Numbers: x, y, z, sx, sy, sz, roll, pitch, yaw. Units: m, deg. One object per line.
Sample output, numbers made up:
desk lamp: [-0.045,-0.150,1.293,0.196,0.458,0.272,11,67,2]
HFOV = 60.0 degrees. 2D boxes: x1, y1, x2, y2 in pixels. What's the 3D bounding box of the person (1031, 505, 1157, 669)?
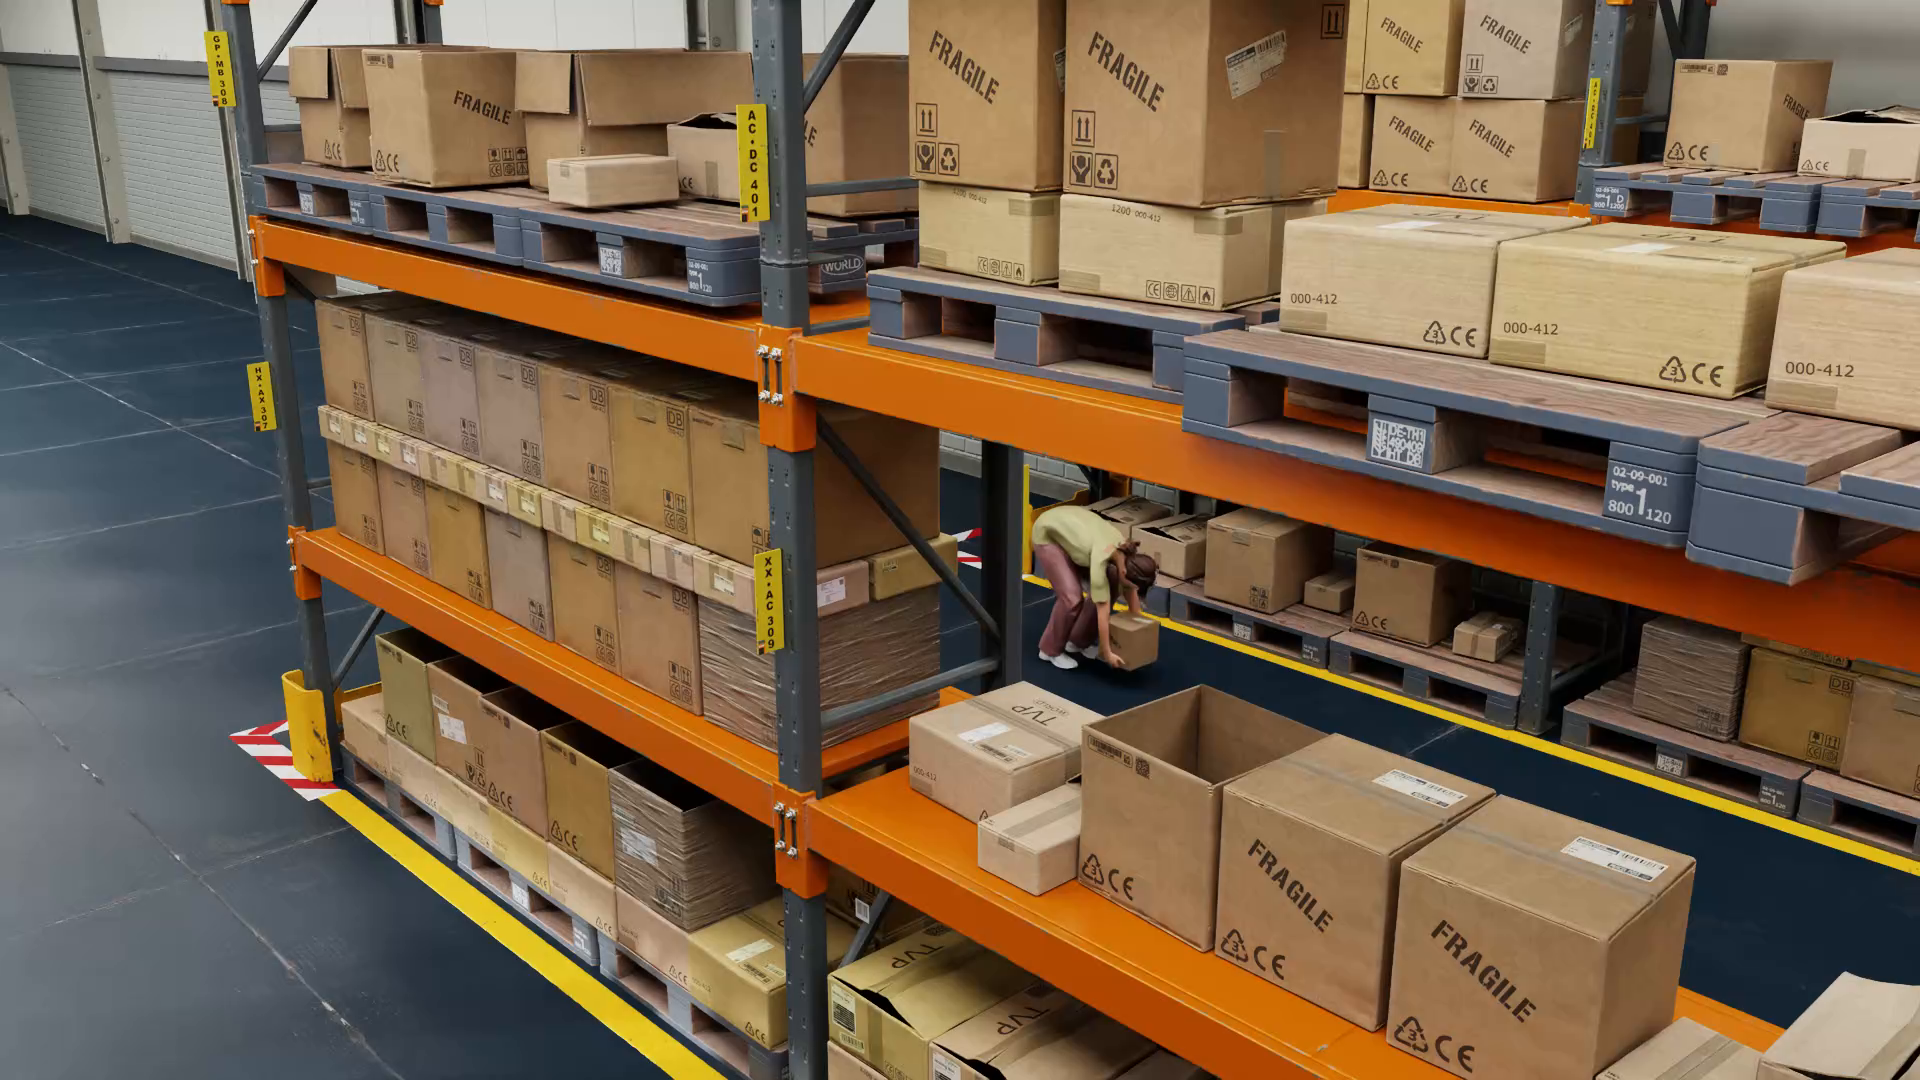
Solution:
person: [0.800,0.305,9.791,0.855,0.947,0.461,16,23,41]
